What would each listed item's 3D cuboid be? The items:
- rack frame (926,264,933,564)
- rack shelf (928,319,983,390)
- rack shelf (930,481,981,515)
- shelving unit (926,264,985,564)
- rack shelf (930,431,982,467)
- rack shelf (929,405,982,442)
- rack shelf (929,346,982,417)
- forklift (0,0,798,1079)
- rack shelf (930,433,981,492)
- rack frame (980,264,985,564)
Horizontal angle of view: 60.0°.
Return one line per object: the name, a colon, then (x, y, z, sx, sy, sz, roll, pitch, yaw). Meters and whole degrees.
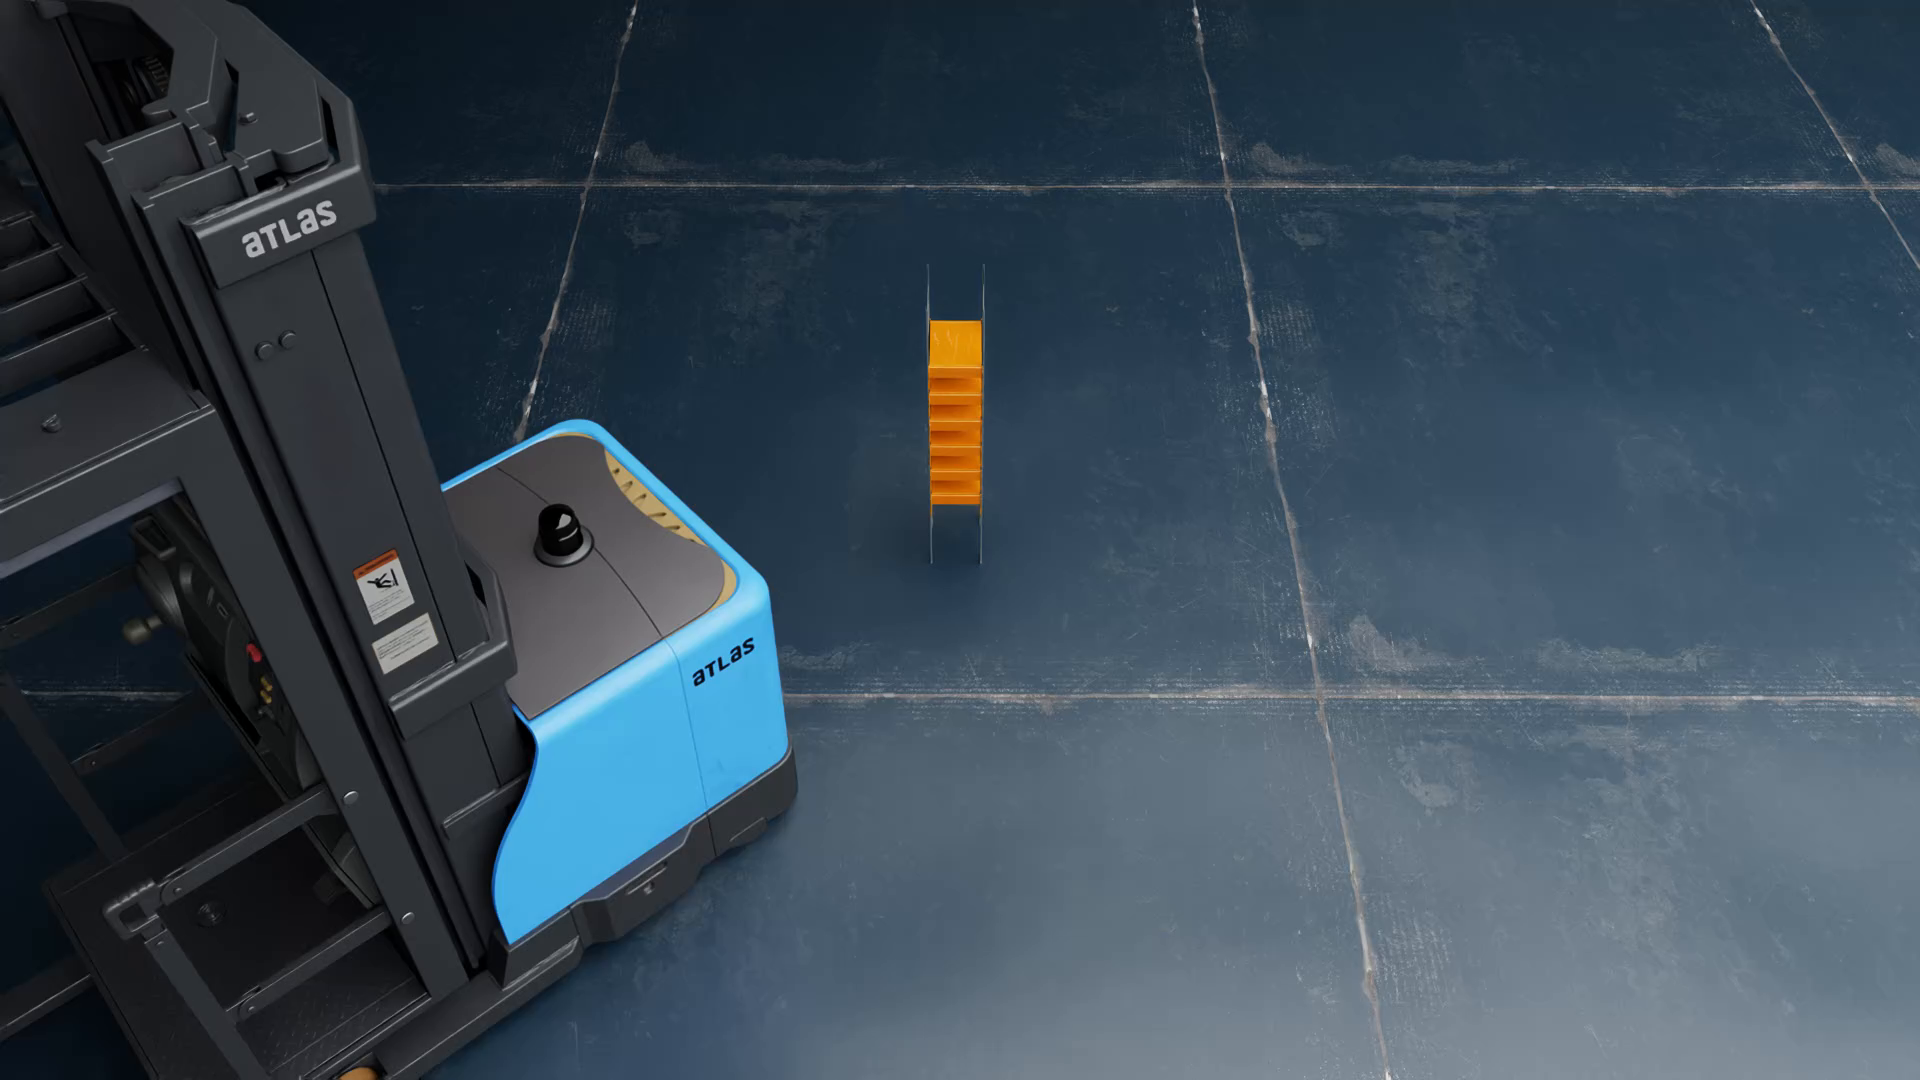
rack frame: (-0.106, -0.409, 5.811, 0.006, 1.200, 0.240, 0, 47, 0)
rack shelf: (-0.014, -0.624, 5.580, 0.180, 0.103, 0.258, 0, 47, 0)
rack shelf: (-0.014, -0.215, 6.019, 0.180, 0.103, 0.258, 0, 47, 0)
shelving unit: (-0.014, -0.409, 5.811, 0.189, 1.200, 0.258, 0, 47, 0)
rack shelf: (-0.014, -0.379, 5.843, 0.180, 0.103, 0.258, 0, 47, 0)
rack shelf: (-0.014, -0.460, 5.756, 0.180, 0.103, 0.258, 0, 47, 0)
rack shelf: (-0.014, -0.542, 5.668, 0.180, 0.103, 0.258, 0, 47, 0)
forklift: (-1.965, 0.309, 3.960, 3.031, 2.935, 1.130, -33, 55, -27)
rack shelf: (-0.014, -0.297, 5.931, 0.180, 0.103, 0.258, 0, 47, 0)
rack frame: (0.077, -0.409, 5.811, 0.006, 1.200, 0.240, 0, 47, 0)
